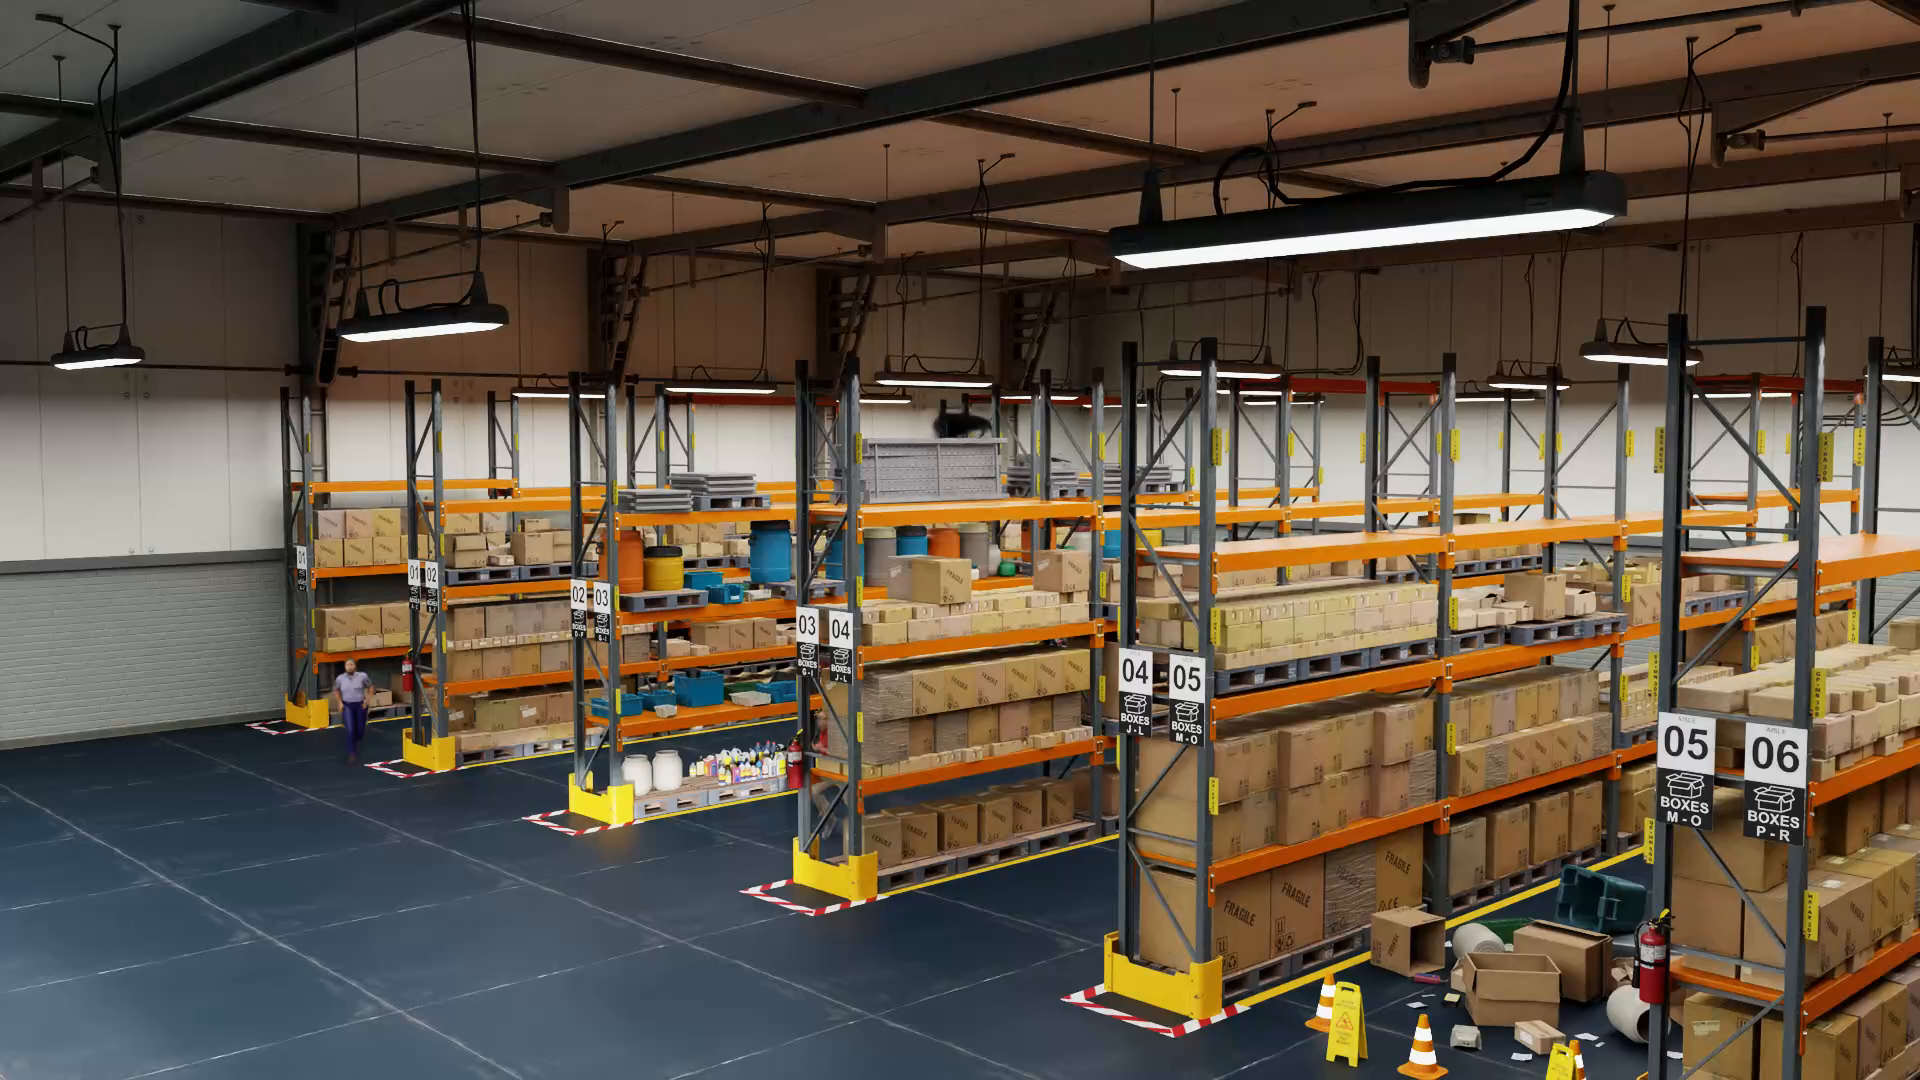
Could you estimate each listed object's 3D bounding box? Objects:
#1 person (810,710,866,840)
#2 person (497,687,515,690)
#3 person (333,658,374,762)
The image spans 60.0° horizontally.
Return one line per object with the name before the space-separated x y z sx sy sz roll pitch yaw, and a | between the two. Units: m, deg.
person | -1.563 2.975 21.173 0.924 1.702 0.646 -3 5 -42
person | -7.831 2.468 28.532 0.682 1.716 0.700 4 5 44
person | -9.637 2.682 26.446 0.606 1.645 0.661 -1 4 -18
